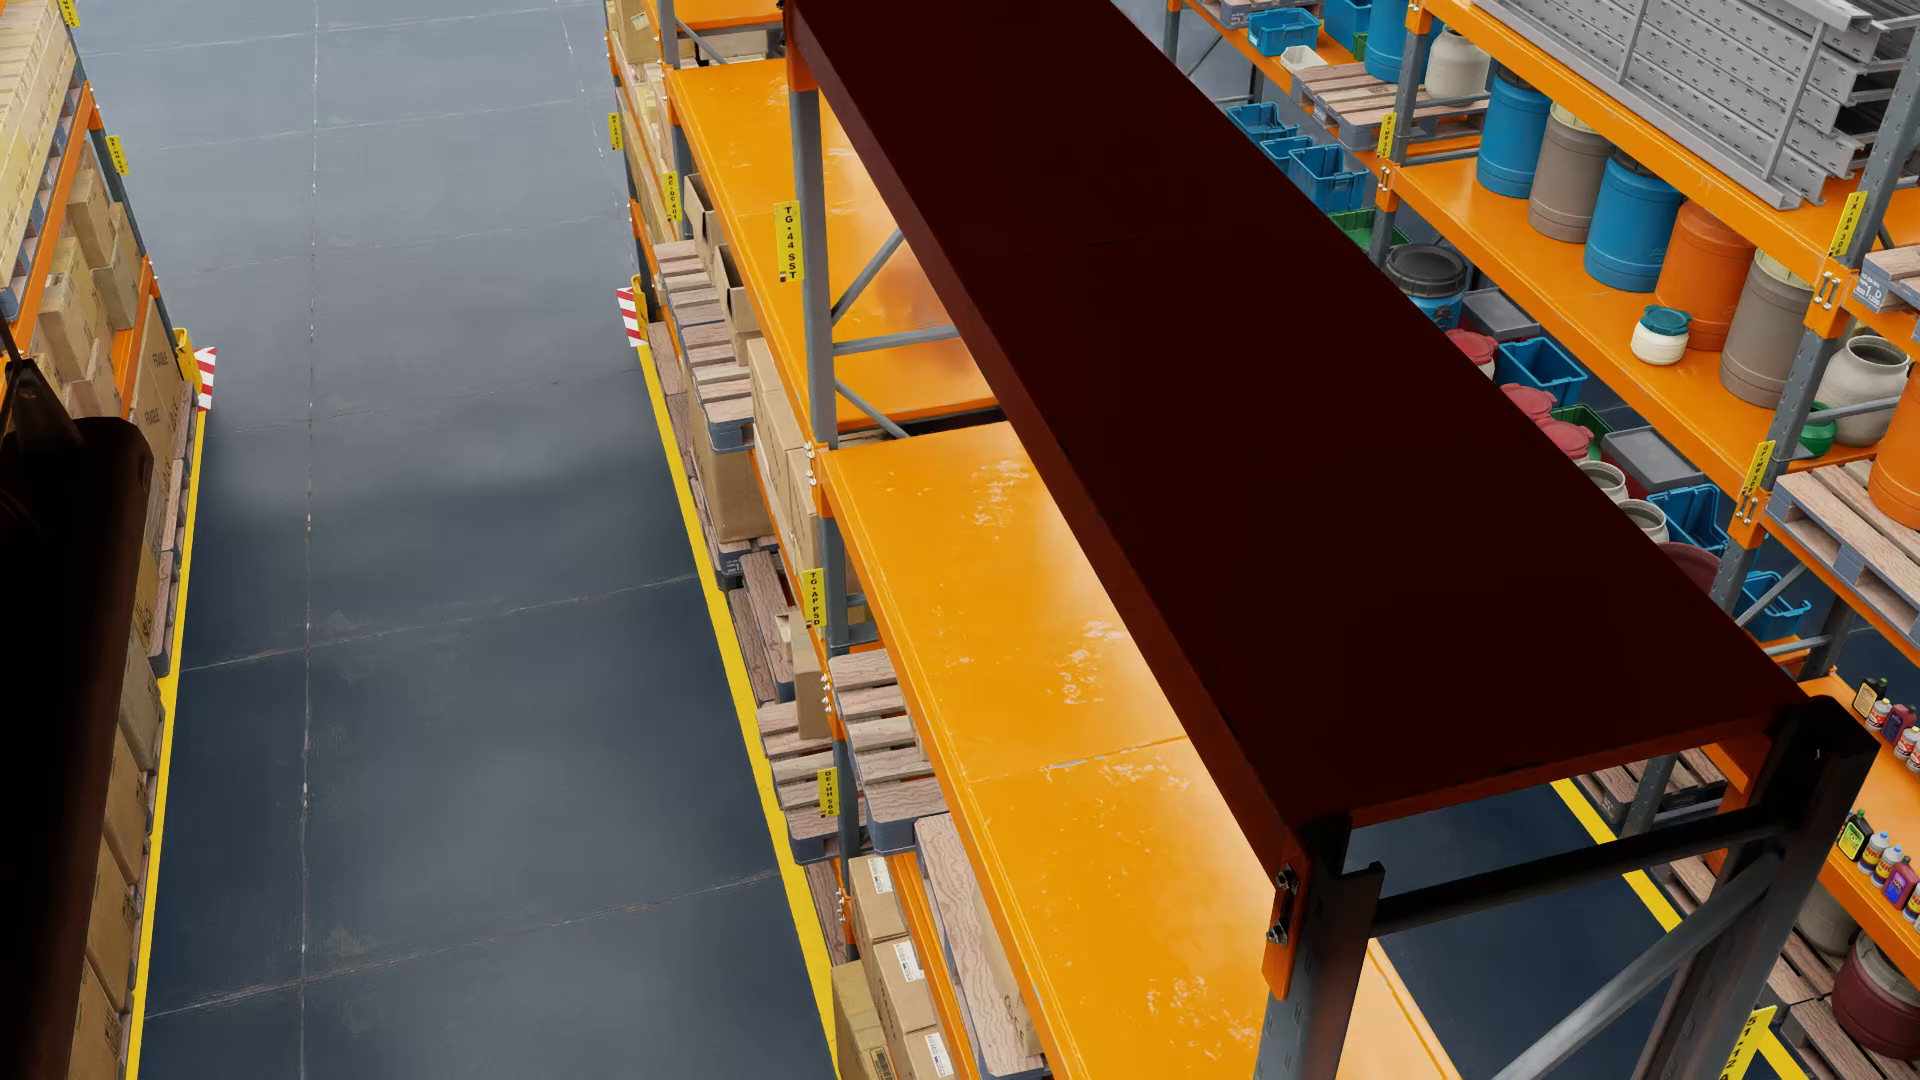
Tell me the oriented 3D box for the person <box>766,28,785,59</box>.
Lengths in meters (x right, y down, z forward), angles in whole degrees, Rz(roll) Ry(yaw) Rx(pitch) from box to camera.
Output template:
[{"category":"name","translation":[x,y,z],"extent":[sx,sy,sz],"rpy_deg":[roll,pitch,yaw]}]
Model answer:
[{"category":"person","translation":[-2.217,-5.981,19.114],"extent":[0.626,1.593,0.605],"rpy_deg":[7,39,9]}]
